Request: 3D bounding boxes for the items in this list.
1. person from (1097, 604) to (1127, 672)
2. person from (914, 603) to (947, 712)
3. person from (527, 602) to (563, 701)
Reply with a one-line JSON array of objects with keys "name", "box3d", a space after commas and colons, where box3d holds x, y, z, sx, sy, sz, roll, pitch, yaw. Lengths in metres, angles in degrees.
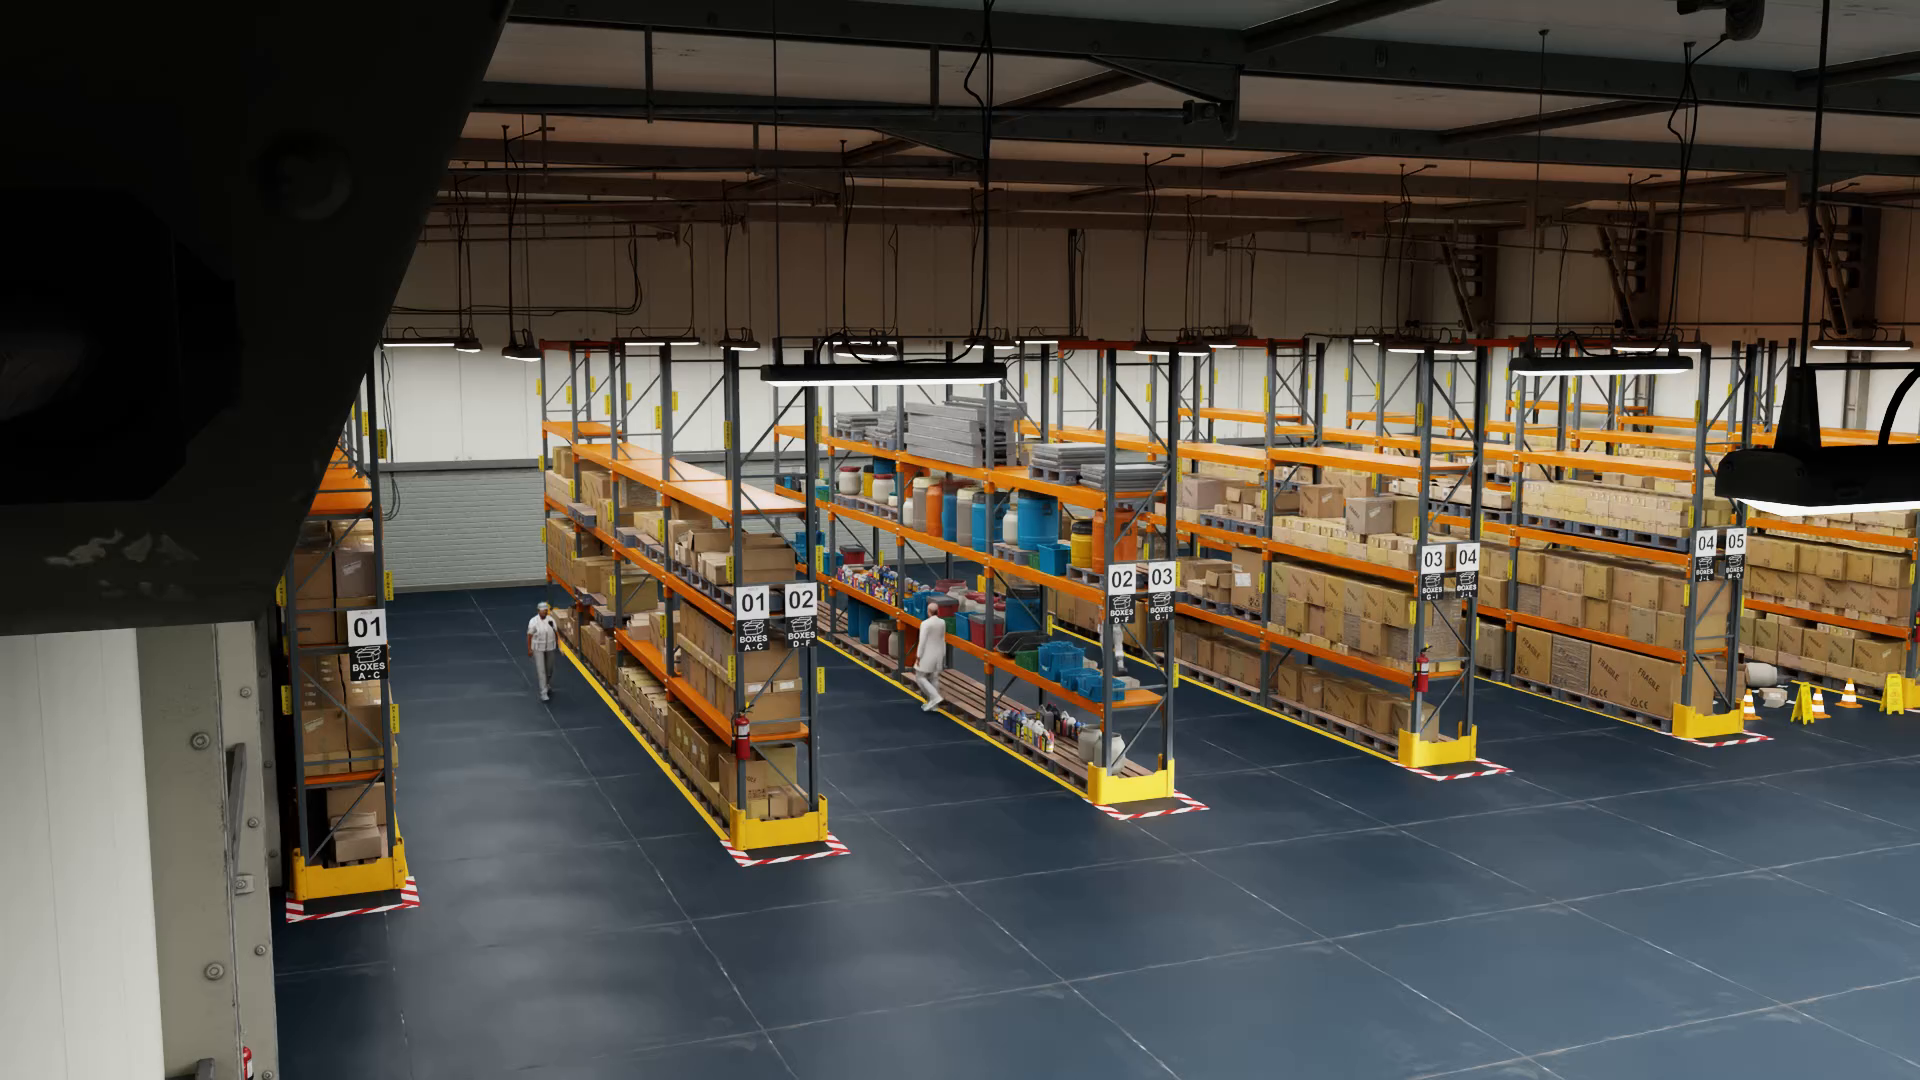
[{"name": "person", "box3d": [2.746, 1.548, 30.065, 0.573, 1.787, 0.551, -3, 8, -23]}, {"name": "person", "box3d": [-0.433, 1.918, 27.148, 0.618, 1.775, 0.558, -7, 10, -43]}, {"name": "person", "box3d": [-7.059, 1.851, 28.255, 0.562, 1.605, 1.008, -3, 8, -24]}]
